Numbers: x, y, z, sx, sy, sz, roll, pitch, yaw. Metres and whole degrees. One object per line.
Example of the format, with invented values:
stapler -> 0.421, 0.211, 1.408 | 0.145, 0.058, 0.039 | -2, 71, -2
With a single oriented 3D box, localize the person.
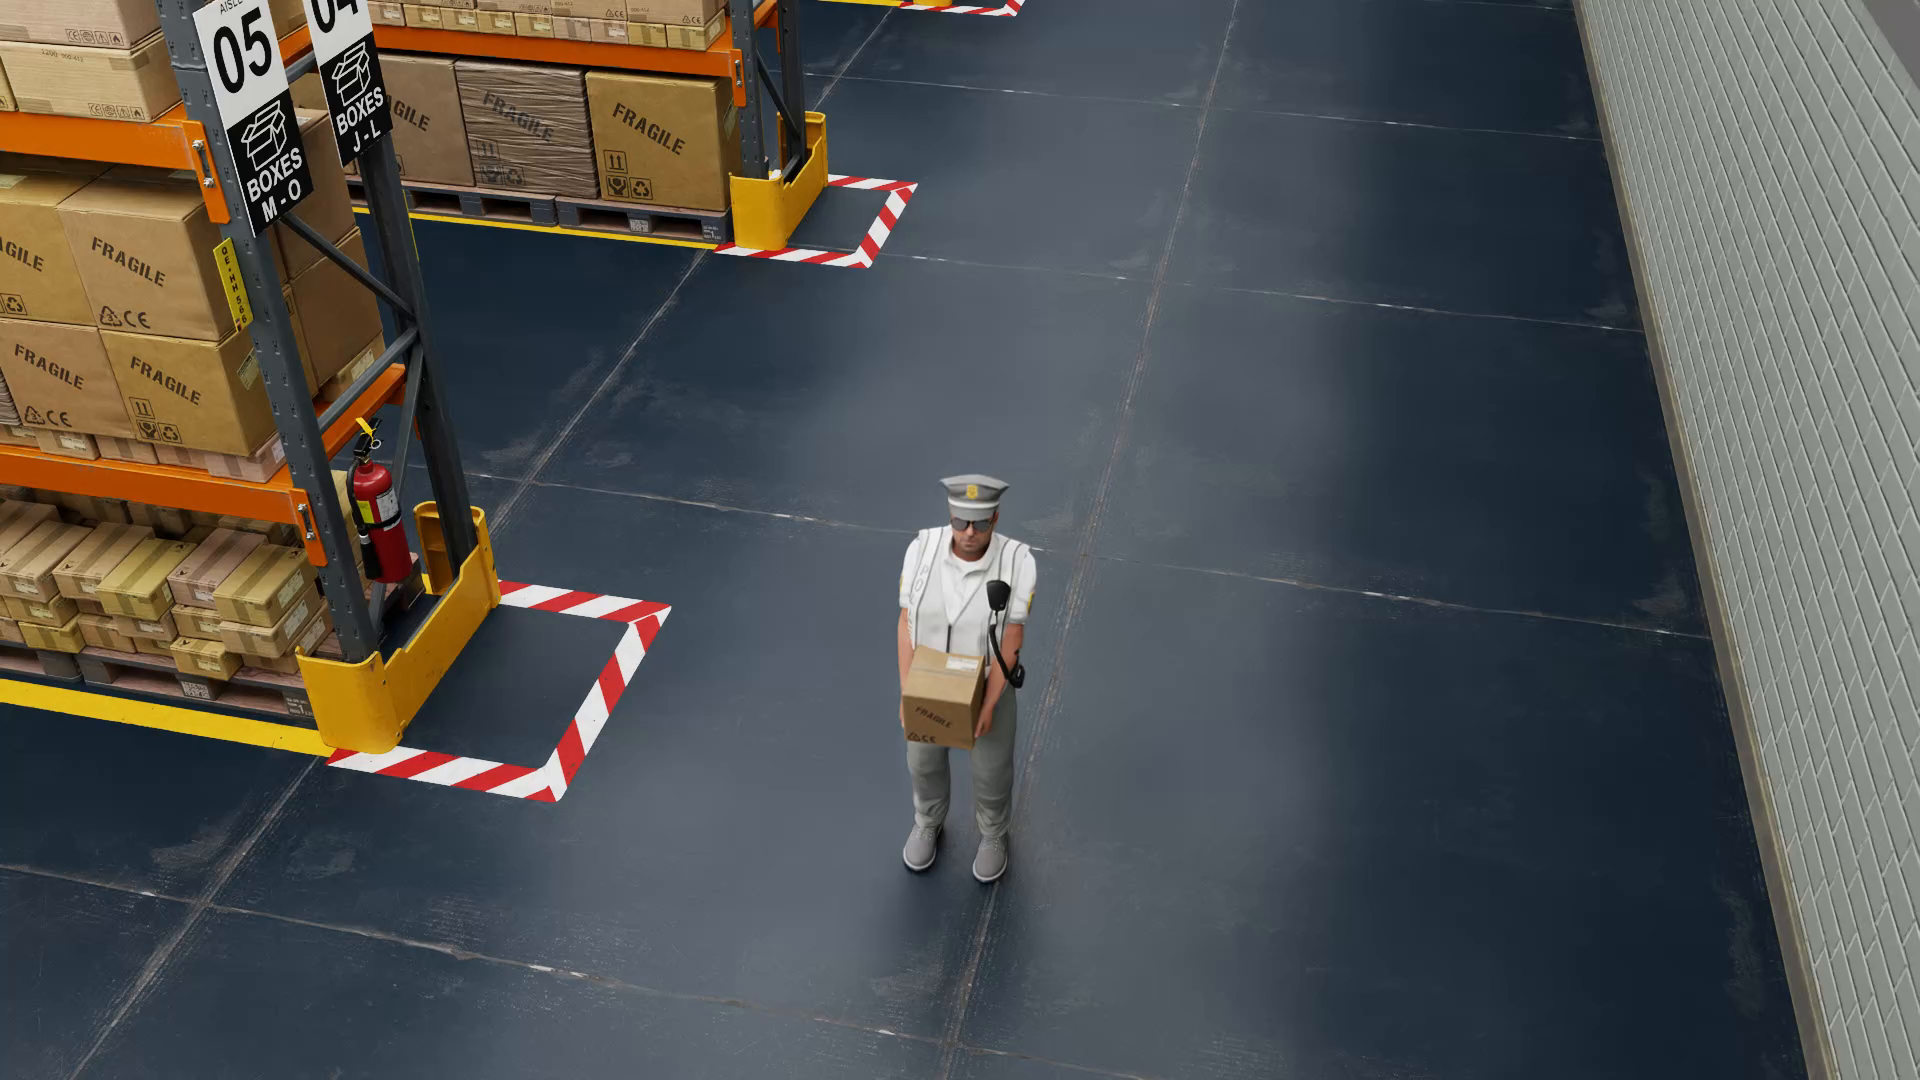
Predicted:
person -> 0.006, 0.560, 6.181 | 0.494, 1.768, 0.572 | 7, 37, 10
